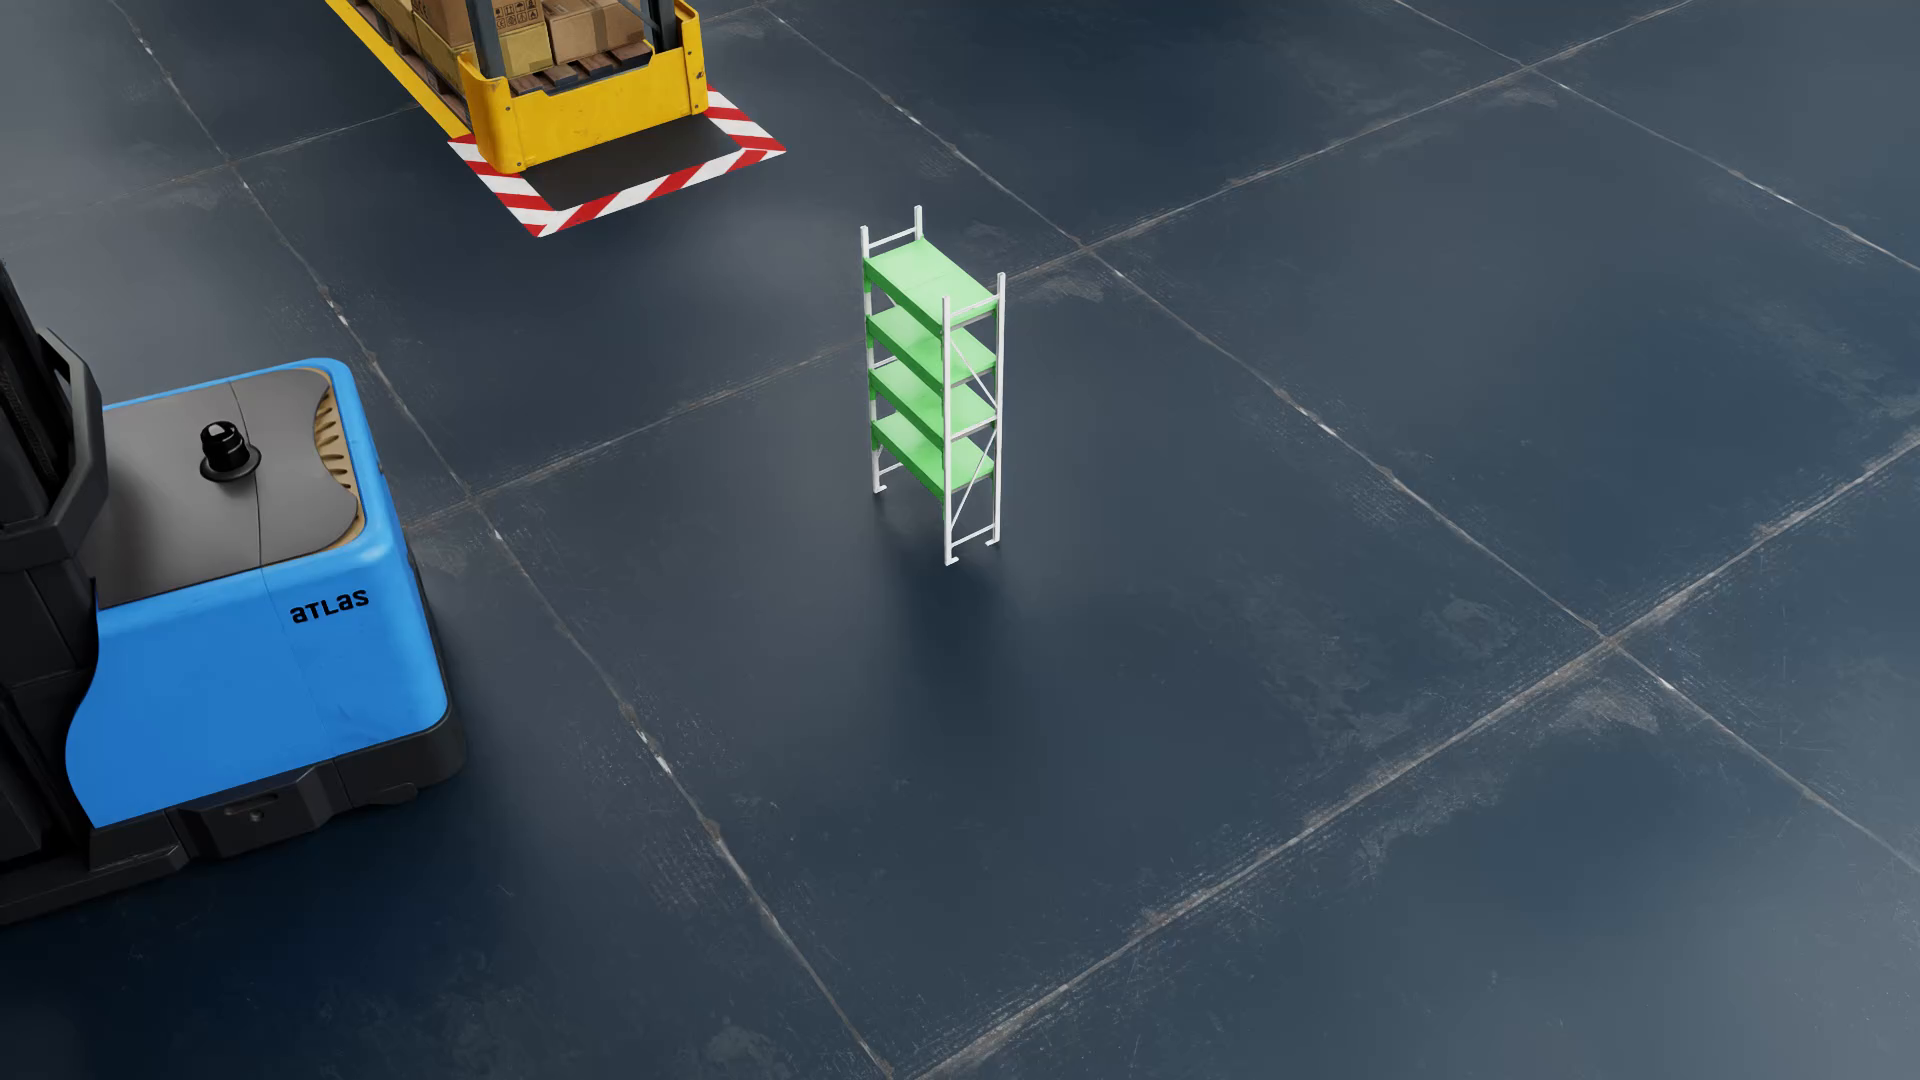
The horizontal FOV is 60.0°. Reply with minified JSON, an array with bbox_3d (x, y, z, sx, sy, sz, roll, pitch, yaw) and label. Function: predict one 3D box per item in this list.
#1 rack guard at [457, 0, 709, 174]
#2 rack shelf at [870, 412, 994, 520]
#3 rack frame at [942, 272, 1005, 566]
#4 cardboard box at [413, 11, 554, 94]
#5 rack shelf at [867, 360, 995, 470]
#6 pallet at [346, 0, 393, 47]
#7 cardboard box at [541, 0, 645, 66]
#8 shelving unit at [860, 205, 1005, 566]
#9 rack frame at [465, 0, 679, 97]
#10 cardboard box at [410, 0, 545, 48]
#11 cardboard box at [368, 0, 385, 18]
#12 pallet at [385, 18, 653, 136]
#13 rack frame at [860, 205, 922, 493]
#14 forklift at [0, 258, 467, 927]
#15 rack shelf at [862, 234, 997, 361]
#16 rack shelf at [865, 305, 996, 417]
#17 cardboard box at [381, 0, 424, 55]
[{"bbox_3d":[-1.850,-2.276,8.273,1.175,0.500,0.348,-26,49,-24],"label":"rack guard"},{"bbox_3d":[-0.095,-0.308,6.144,0.258,0.148,0.480,-26,49,-24],"label":"rack shelf"},{"bbox_3d":[0.045,-0.390,5.789,0.240,1.200,0.015,-26,49,-24],"label":"rack frame"},{"bbox_3d":[-2.413,-2.539,8.424,0.500,0.250,0.500,-26,49,-24],"label":"cardboard box"},{"bbox_3d":[-0.095,-0.482,5.978,0.258,0.148,0.480,-26,49,-24],"label":"rack shelf"},{"bbox_3d":[-3.029,-3.293,9.546,1.003,0.211,1.213,-26,49,-24],"label":"pallet"},{"bbox_3d":[-1.988,-2.743,8.638,0.500,0.250,0.500,-26,49,-24],"label":"cardboard box"},{"bbox_3d":[-0.095,-0.528,5.934,0.258,1.200,0.503,-26,49,-24],"label":"shelving unit"},{"bbox_3d":[-1.863,-3.194,7.424,1.000,3.000,0.127,-26,49,-24],"label":"rack frame"},{"bbox_3d":[-2.414,-2.809,8.164,0.500,0.500,0.500,-26,49,-24],"label":"cardboard box"},{"bbox_3d":[-2.996,-3.099,9.012,0.500,0.250,0.500,-26,49,-24],"label":"cardboard box"},{"bbox_3d":[-2.335,-2.602,8.823,1.003,0.211,1.213,-26,49,-24],"label":"pallet"},{"bbox_3d":[-0.234,-0.666,6.079,0.240,1.200,0.015,-26,49,-24],"label":"rack frame"},{"bbox_3d":[-3.169,-0.184,4.320,3.031,2.935,1.130,-16,46,-16],"label":"forklift"},{"bbox_3d":[-0.095,-0.829,5.647,0.258,0.148,0.480,-26,49,-24],"label":"rack shelf"},{"bbox_3d":[-0.095,-0.655,5.812,0.258,0.148,0.480,-26,49,-24],"label":"rack shelf"},{"bbox_3d":[-2.708,-2.817,8.716,0.500,0.250,0.500,-26,49,-24],"label":"cardboard box"}]
